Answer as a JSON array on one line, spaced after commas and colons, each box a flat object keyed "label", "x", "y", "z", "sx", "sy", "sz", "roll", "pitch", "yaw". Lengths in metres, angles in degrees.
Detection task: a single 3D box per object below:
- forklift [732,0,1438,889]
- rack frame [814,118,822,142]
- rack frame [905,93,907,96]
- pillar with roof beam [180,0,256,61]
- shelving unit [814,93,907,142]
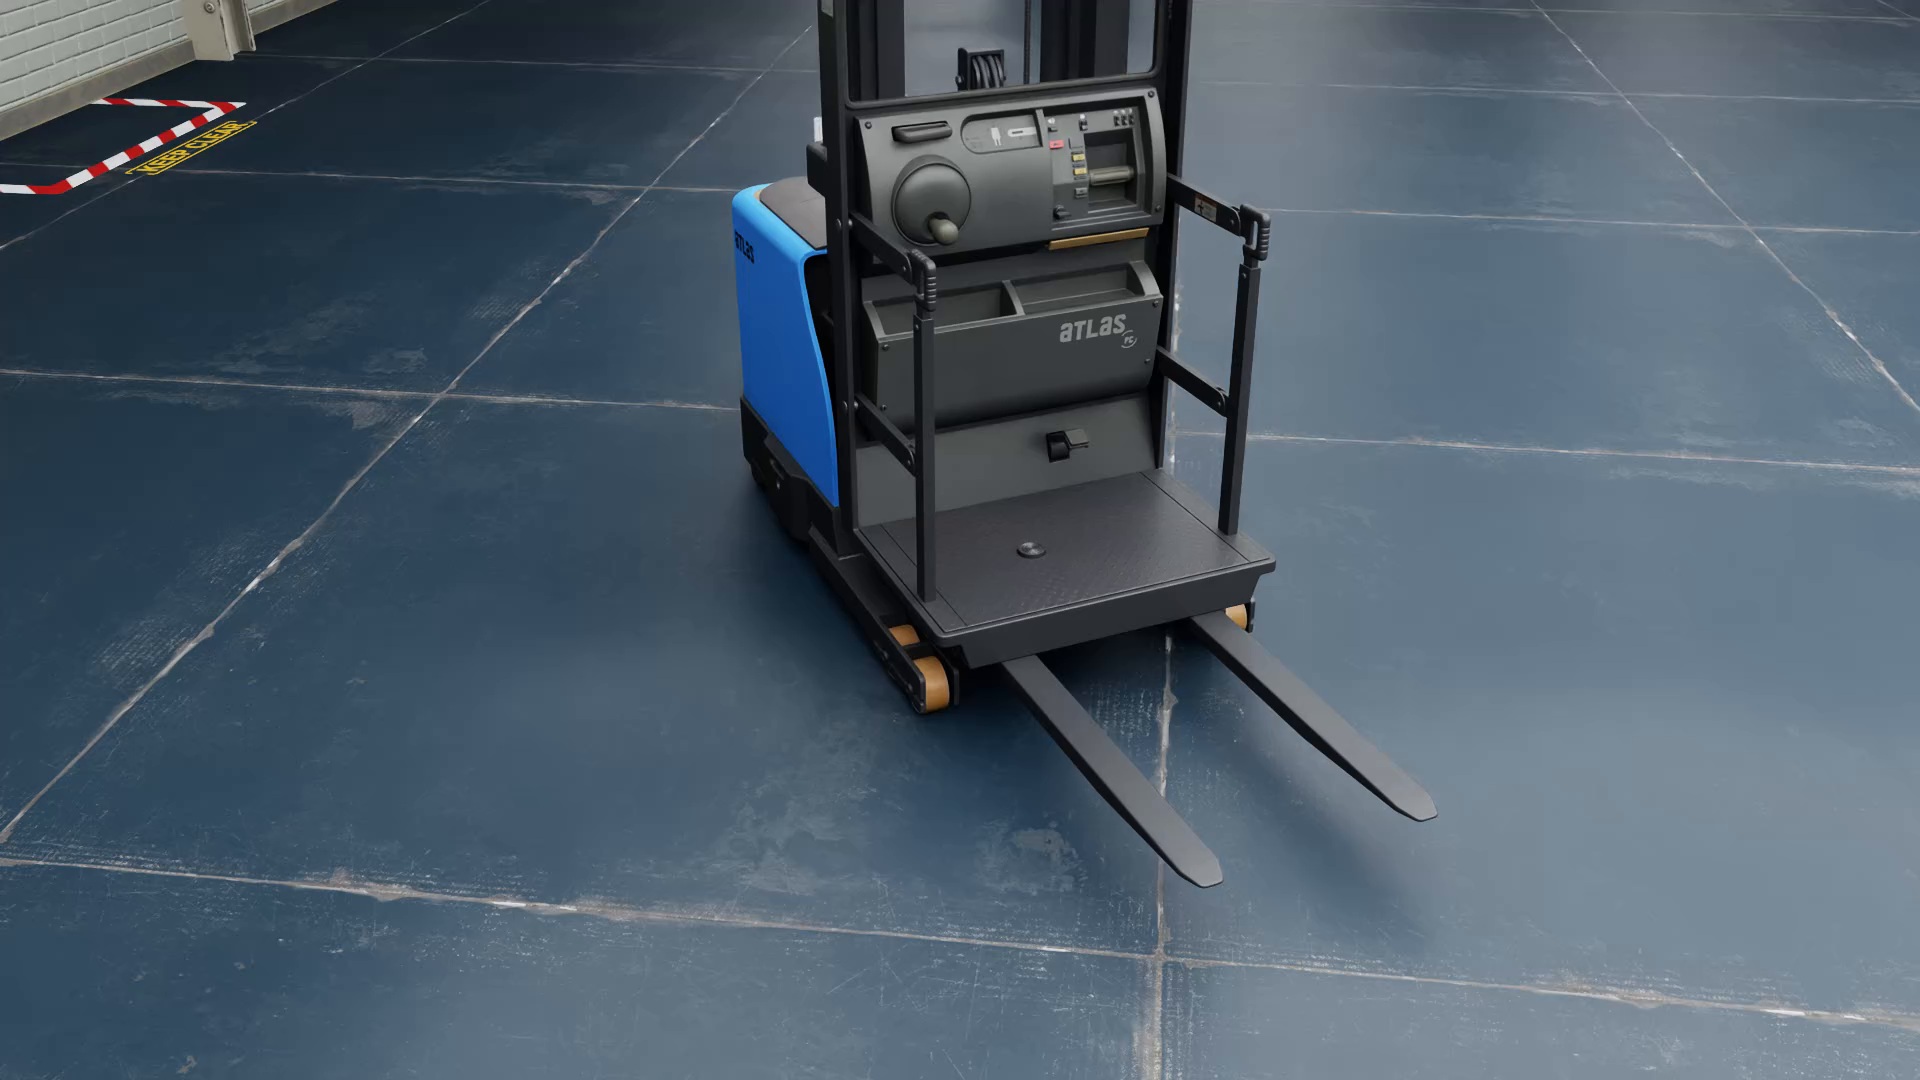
[{"label": "forklift", "x": 0.250, "y": -1.020, "z": 4.553, "sx": 1.130, "sy": 2.935, "sz": 3.031, "roll": -12, "pitch": 30, "yaw": -21}, {"label": "rack frame", "x": -0.435, "y": -0.982, "z": 6.307, "sx": 0.240, "sy": 1.200, "sz": 0.015, "roll": 21, "pitch": 34, "yaw": 33}, {"label": "rack frame", "x": -0.133, "y": -1.163, "z": 6.644, "sx": 0.240, "sy": 1.200, "sz": 0.015, "roll": 21, "pitch": 34, "yaw": 33}, {"label": "pillar with roof beam", "x": -1.284, "y": -7.380, "z": 9.961, "sx": 9.100, "sy": 9.000, "sz": 0.400, "roll": 3, "pitch": 28, "yaw": 6}, {"label": "shelving unit", "x": -0.284, "y": -1.073, "z": 6.476, "sx": 0.258, "sy": 1.200, "sz": 0.503, "roll": 21, "pitch": 34, "yaw": 33}]
